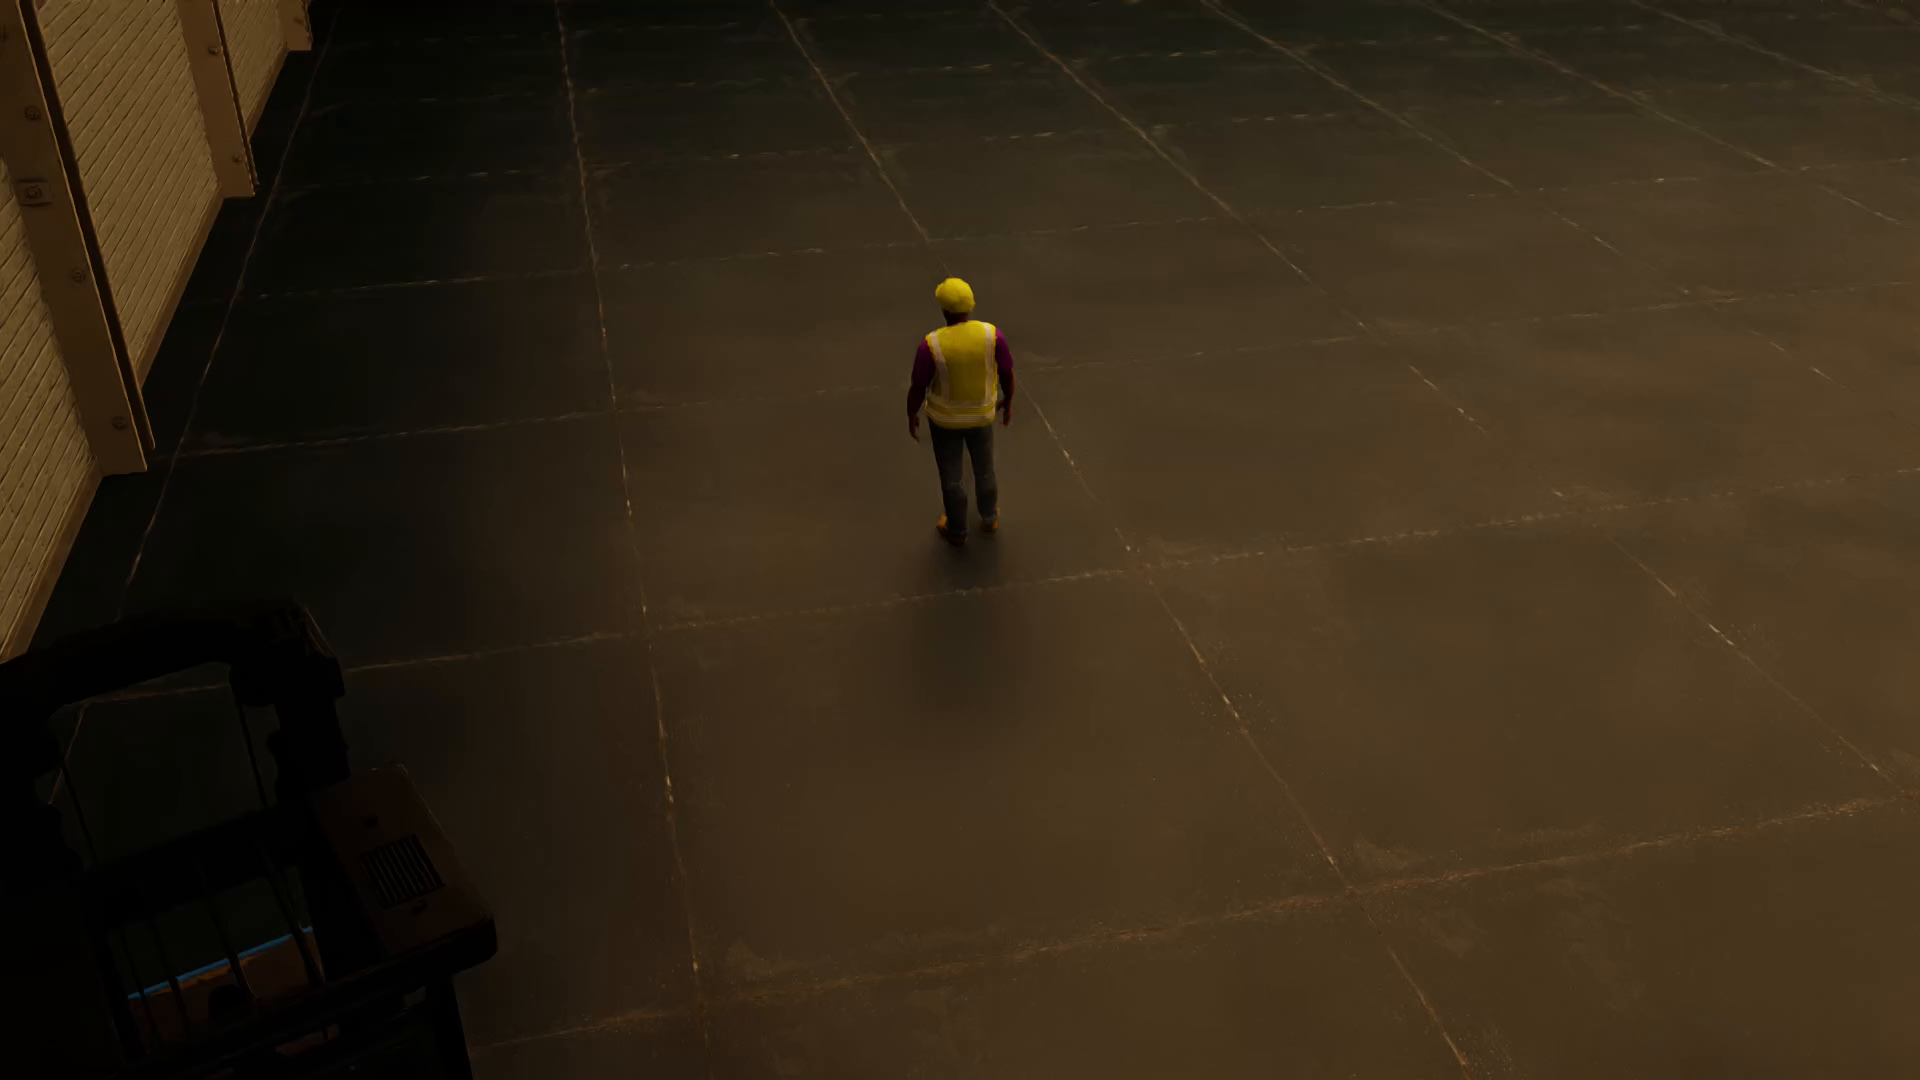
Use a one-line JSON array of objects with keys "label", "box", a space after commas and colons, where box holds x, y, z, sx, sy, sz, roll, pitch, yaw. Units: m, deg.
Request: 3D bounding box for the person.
[{"label": "person", "box": [-0.011, -0.805, 10.114, 0.665, 1.766, 0.576, -7, 31, -12]}]

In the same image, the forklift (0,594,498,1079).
[{"label": "forklift", "box": [-1.806, 1.752, 4.547, 1.130, 2.935, 3.031, -18, 35, -29]}]
